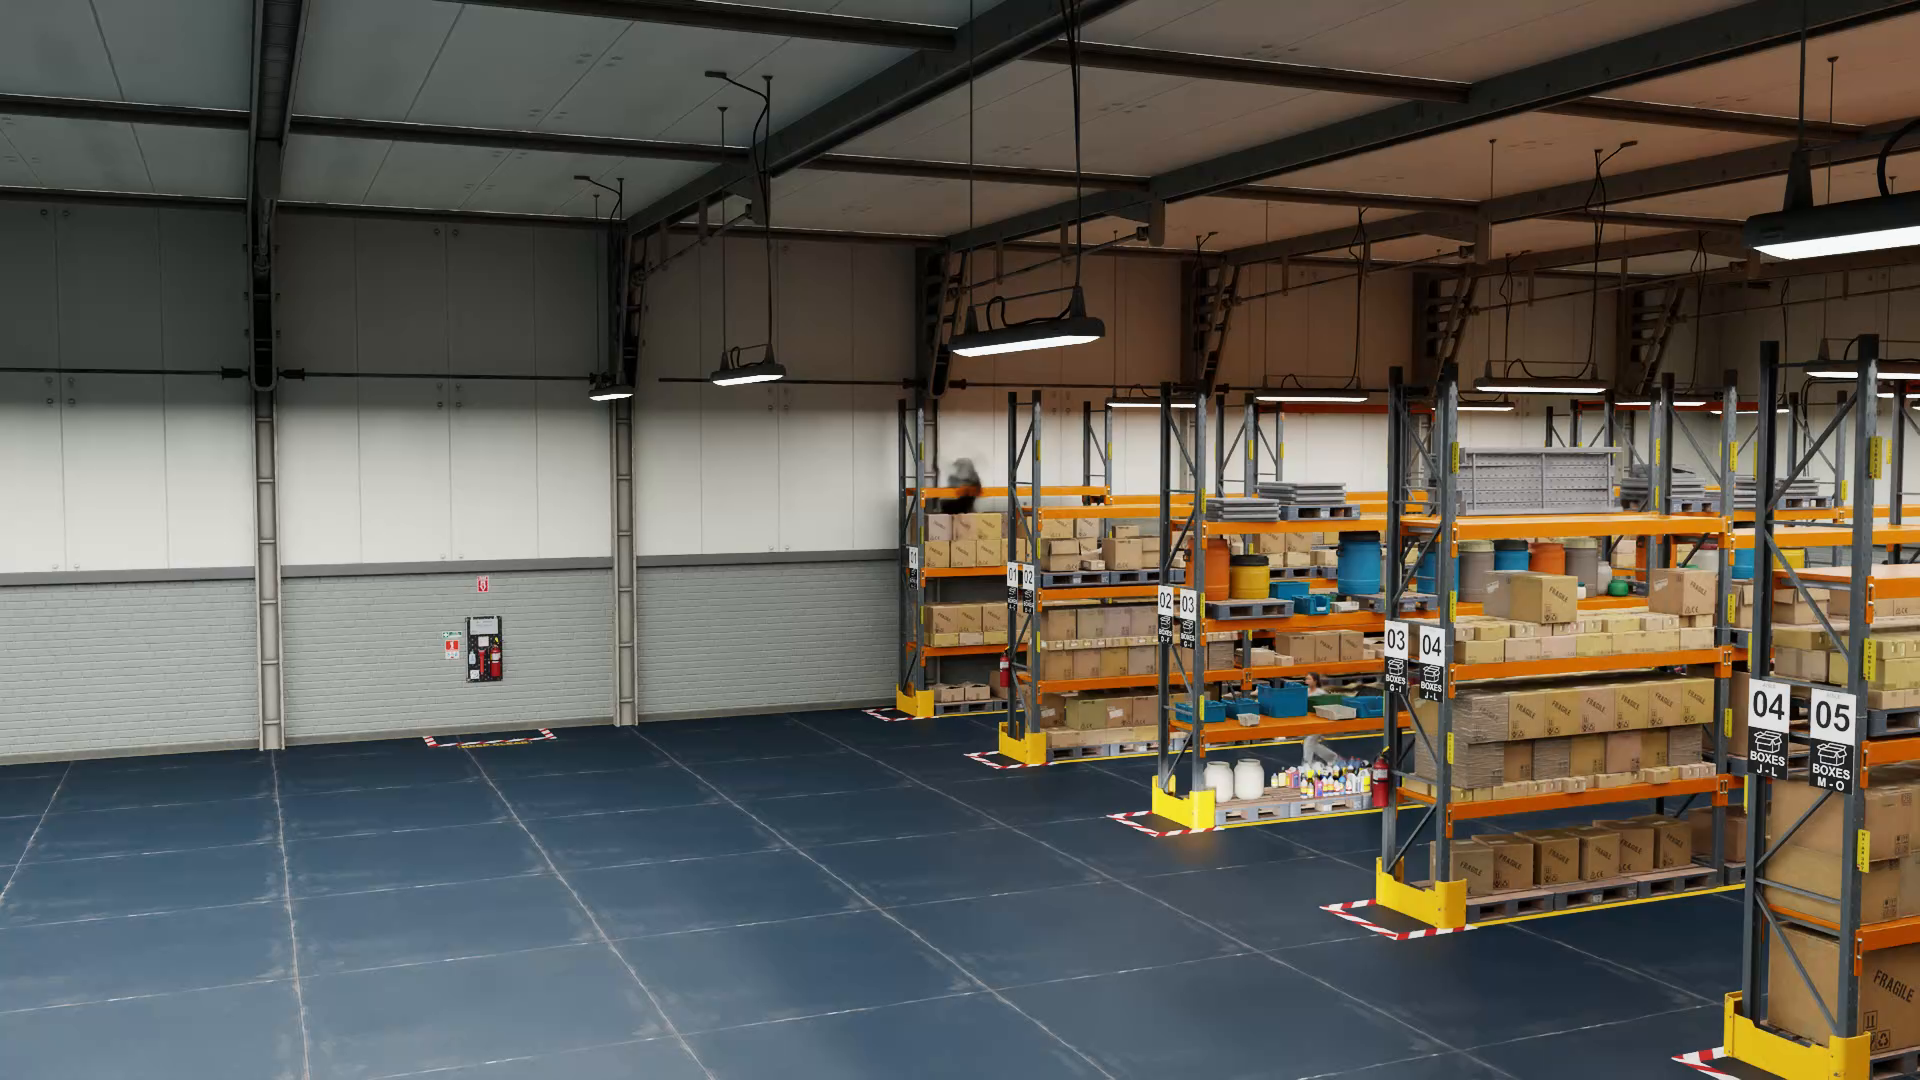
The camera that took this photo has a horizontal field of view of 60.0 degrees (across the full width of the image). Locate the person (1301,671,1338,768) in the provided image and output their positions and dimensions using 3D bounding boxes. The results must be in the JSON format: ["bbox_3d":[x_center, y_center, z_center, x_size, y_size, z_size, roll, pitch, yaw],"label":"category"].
[{"bbox_3d":[5.483,2.837,25.517,0.926,1.656,0.550,-2,4,-28],"label":"person"}]
